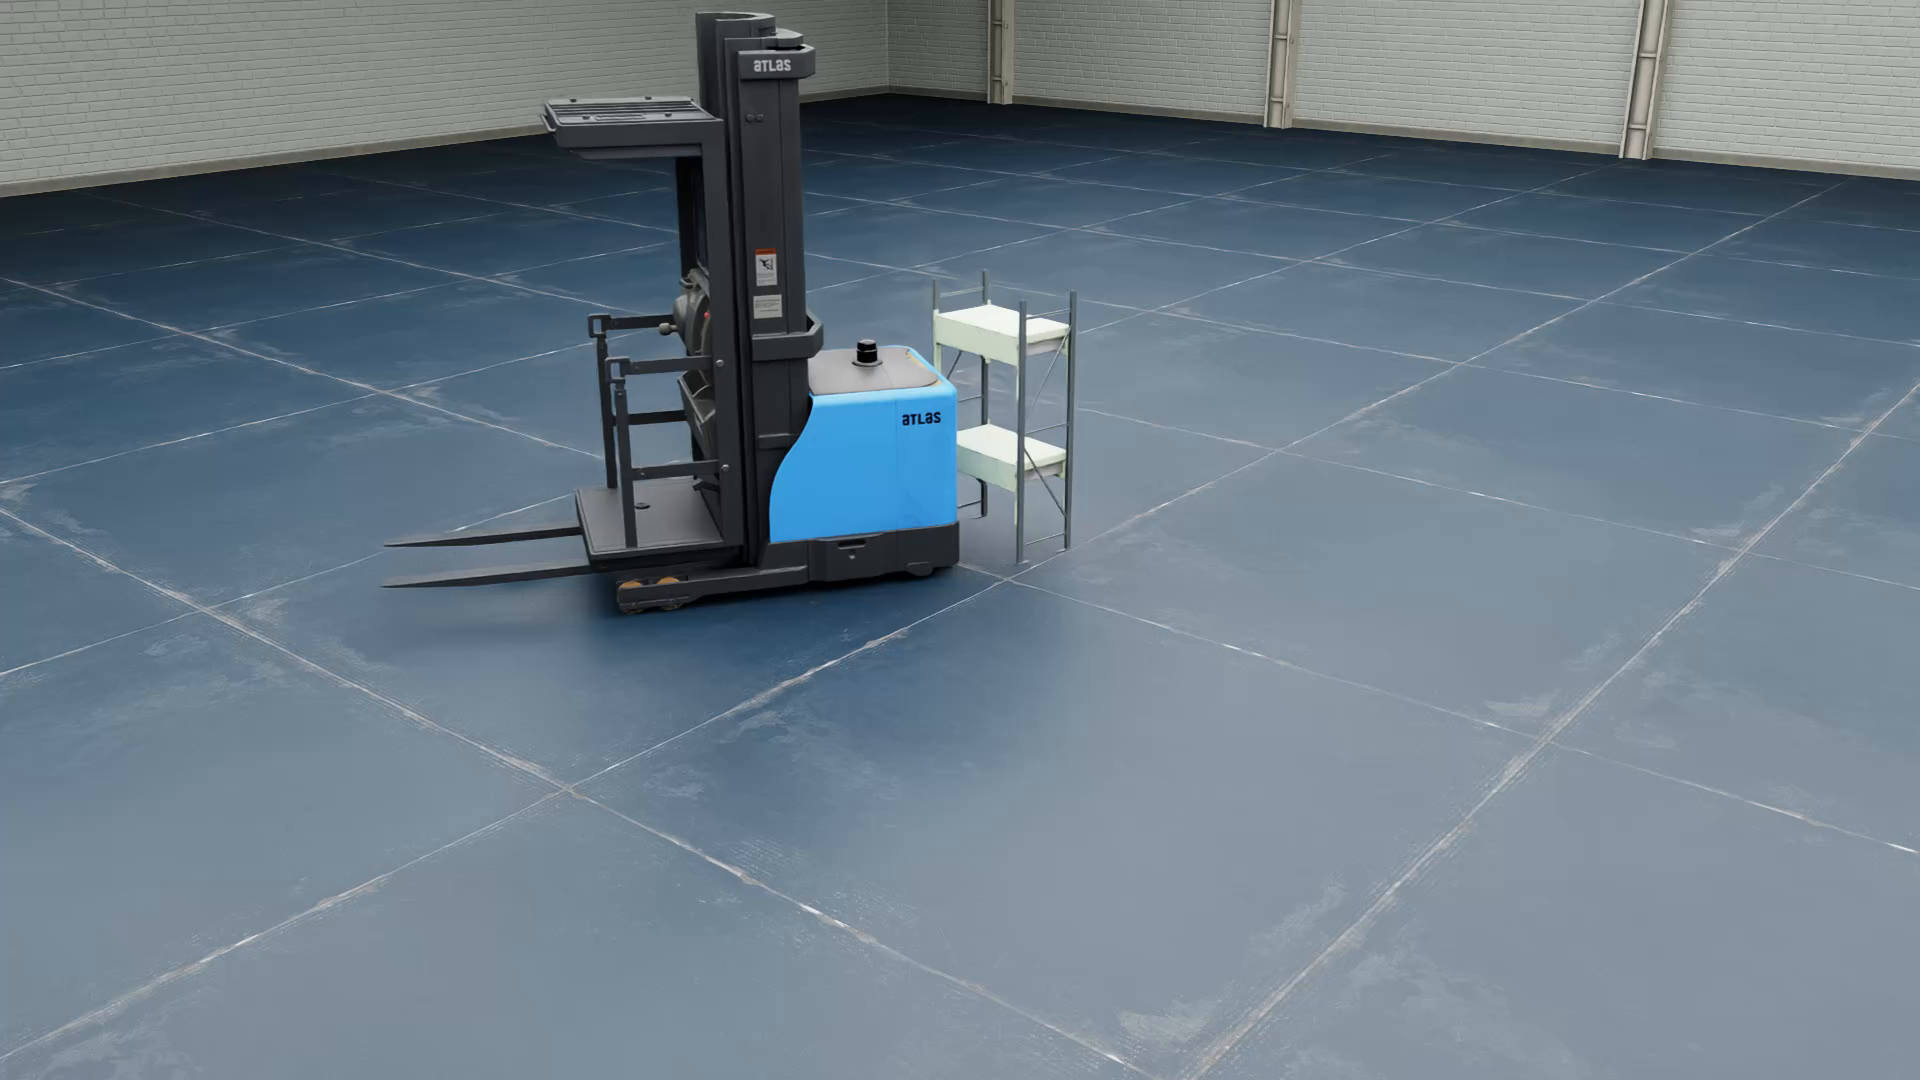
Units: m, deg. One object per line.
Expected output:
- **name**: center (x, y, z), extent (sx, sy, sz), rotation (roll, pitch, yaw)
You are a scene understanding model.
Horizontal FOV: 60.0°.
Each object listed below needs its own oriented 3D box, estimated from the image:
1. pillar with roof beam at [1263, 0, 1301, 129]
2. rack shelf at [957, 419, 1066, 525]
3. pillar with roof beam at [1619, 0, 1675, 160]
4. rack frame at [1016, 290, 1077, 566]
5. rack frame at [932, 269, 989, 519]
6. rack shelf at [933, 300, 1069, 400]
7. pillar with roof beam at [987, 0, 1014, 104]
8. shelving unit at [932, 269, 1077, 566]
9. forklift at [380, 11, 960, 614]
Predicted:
- **pillar with roof beam**: center (2.695, -10.070, 23.618), extent (0.400, 9.000, 9.100), rotation (16, 26, 36)
- **rack shelf**: center (0.239, -0.399, 9.523), extent (0.431, 0.370, 0.720), rotation (-16, 26, -37)
- **pillar with roof beam**: center (7.344, -8.731, 20.068), extent (0.400, 9.000, 9.100), rotation (16, 26, 36)
- **rack frame**: center (0.473, -0.604, 9.145), extent (0.400, 1.500, 0.023), rotation (-16, 26, -37)
- **rack frame**: center (0.006, -0.803, 9.672), extent (0.400, 1.500, 0.023), rotation (-16, 26, -37)
- **rack shelf**: center (0.239, -1.069, 9.271), extent (0.431, 0.370, 0.720), rotation (-16, 26, -37)
- **pillar with roof beam**: center (-1.953, -11.408, 27.168), extent (0.400, 9.000, 9.100), rotation (16, 26, 36)
- **shelving unit**: center (0.239, -0.704, 9.408), extent (0.431, 1.500, 0.755), rotation (-16, 26, -37)
- **forklift**: center (-1.578, -1.195, 8.682), extent (3.031, 2.935, 1.130), rotation (-6, 21, -16)
